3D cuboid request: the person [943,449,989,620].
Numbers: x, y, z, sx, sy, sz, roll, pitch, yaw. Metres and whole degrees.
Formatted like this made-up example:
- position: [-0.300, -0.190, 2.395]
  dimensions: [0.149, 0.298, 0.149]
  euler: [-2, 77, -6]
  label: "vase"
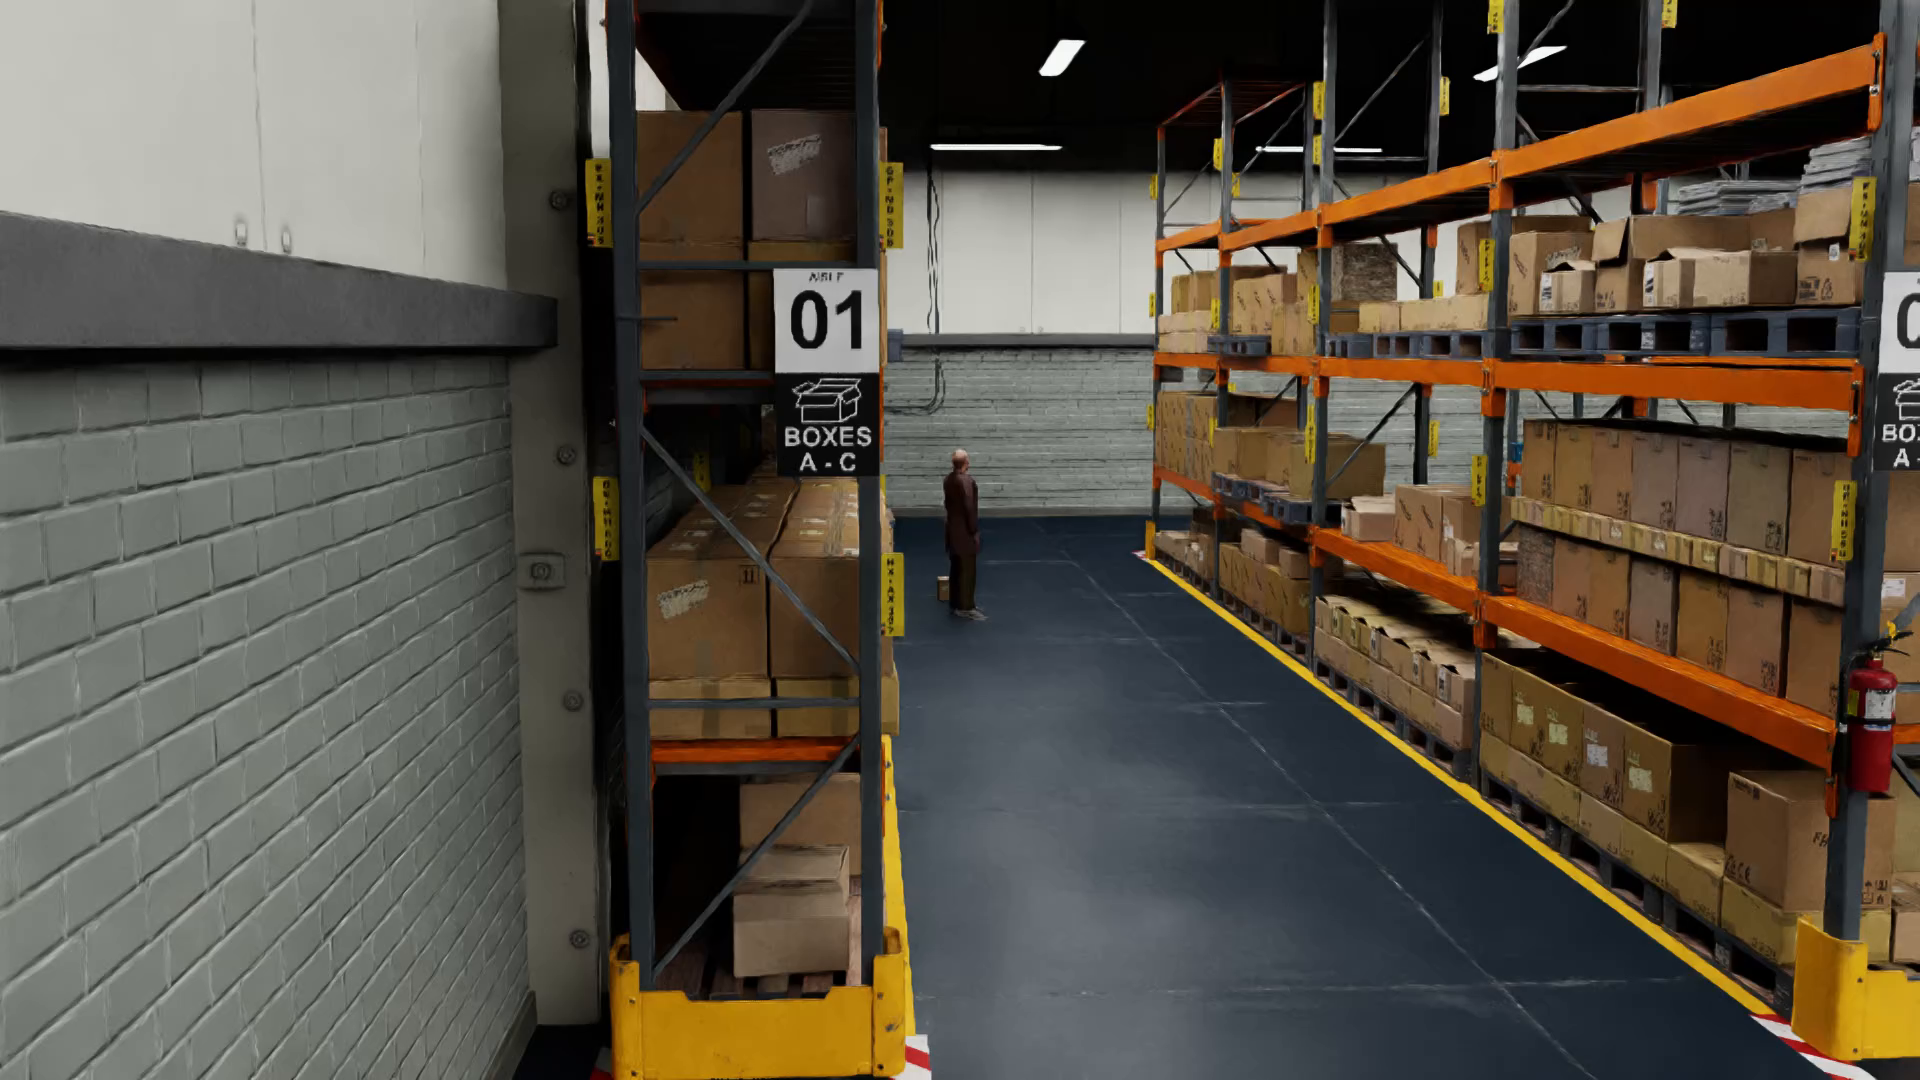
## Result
- position: [0.064, -0.060, 17.828]
  dimensions: [0.432, 1.832, 0.634]
  euler: [-3, 7, -24]
  label: "person"
